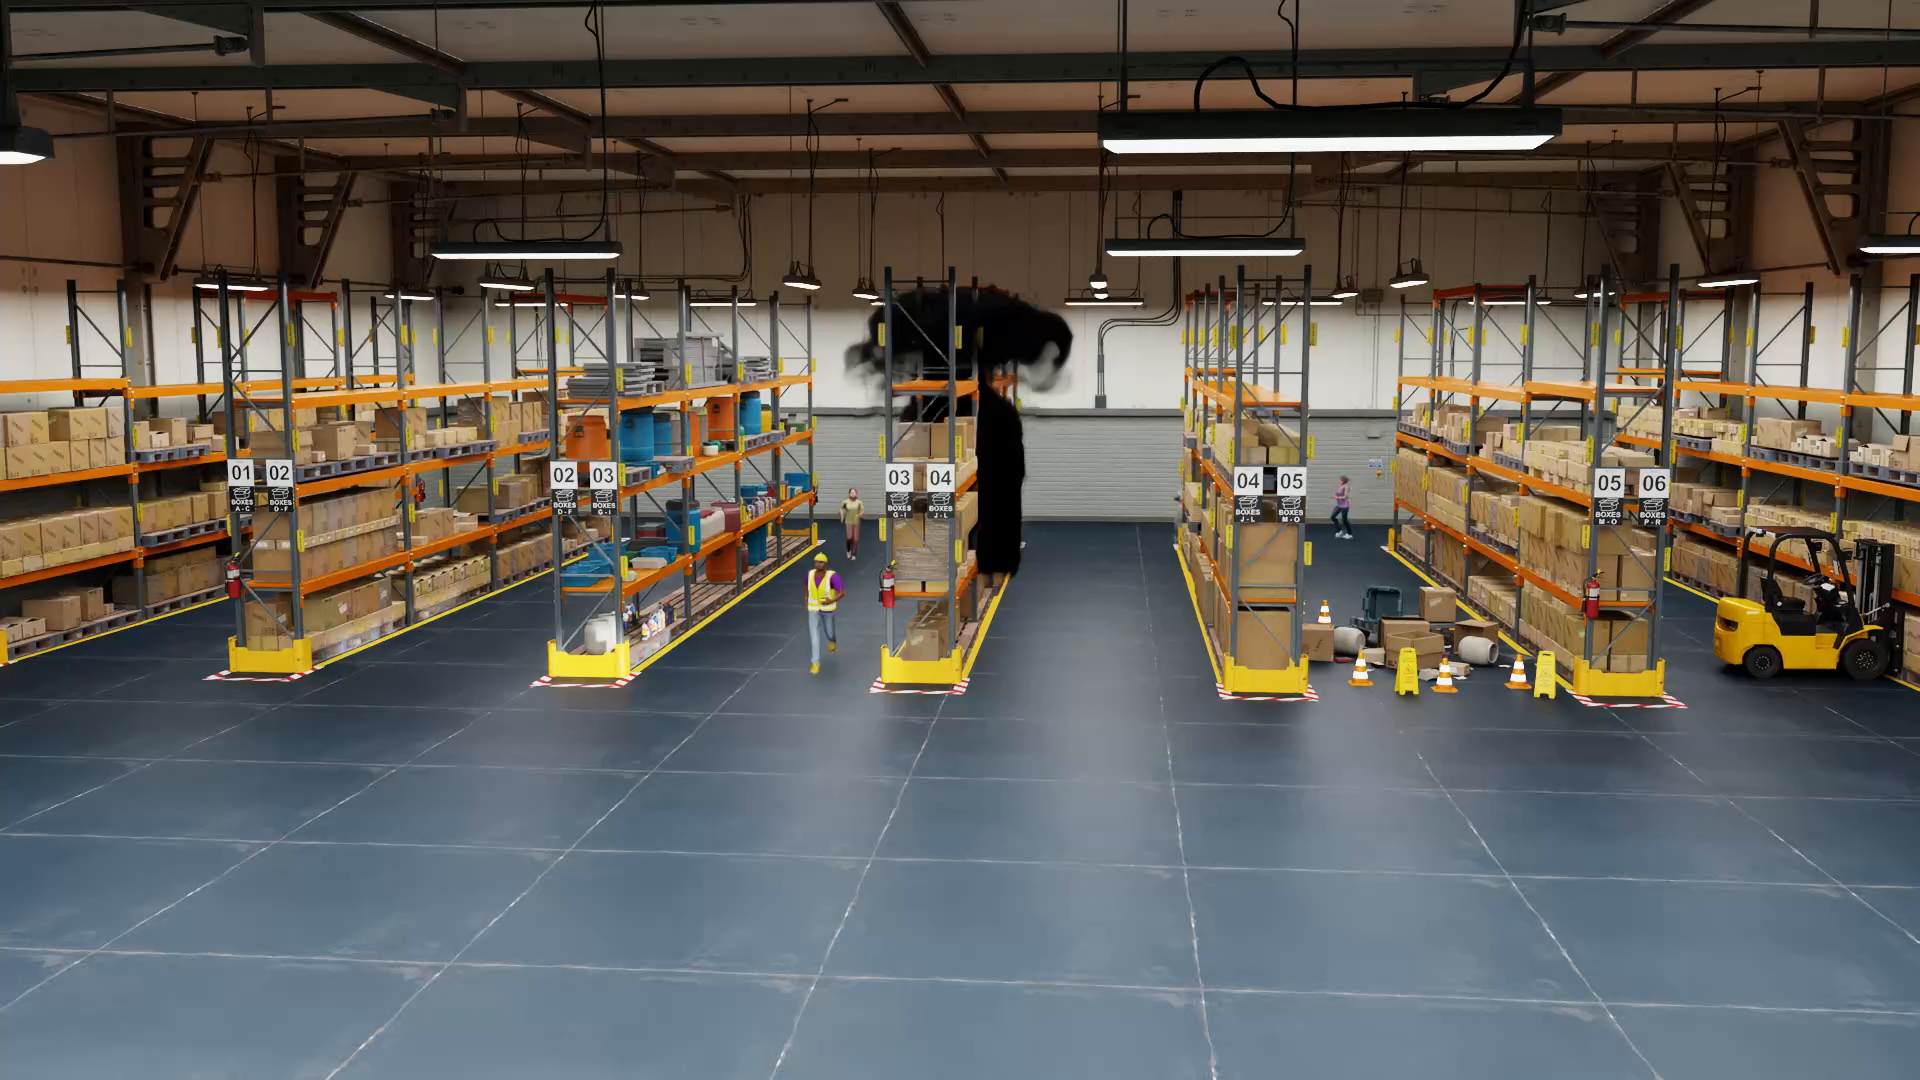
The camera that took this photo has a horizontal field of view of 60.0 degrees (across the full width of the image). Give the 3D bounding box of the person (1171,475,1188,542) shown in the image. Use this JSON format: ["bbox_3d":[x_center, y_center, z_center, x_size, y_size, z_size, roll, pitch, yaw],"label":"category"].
[{"bbox_3d":[5.512,-0.753,40.829,0.738,1.705,0.642,2,7,17],"label":"person"}]

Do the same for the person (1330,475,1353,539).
[{"bbox_3d":[9.496,-0.803,41.347,0.638,1.572,0.517,-2,7,-17],"label":"person"}]

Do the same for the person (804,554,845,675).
[{"bbox_3d":[-2.076,1.079,25.303,0.666,1.775,1.141,1,7,5],"label":"person"}]

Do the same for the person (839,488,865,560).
[{"bbox_3d":[-2.413,-0.353,37.343,0.561,1.629,0.591,-1,7,-7],"label":"person"}]
